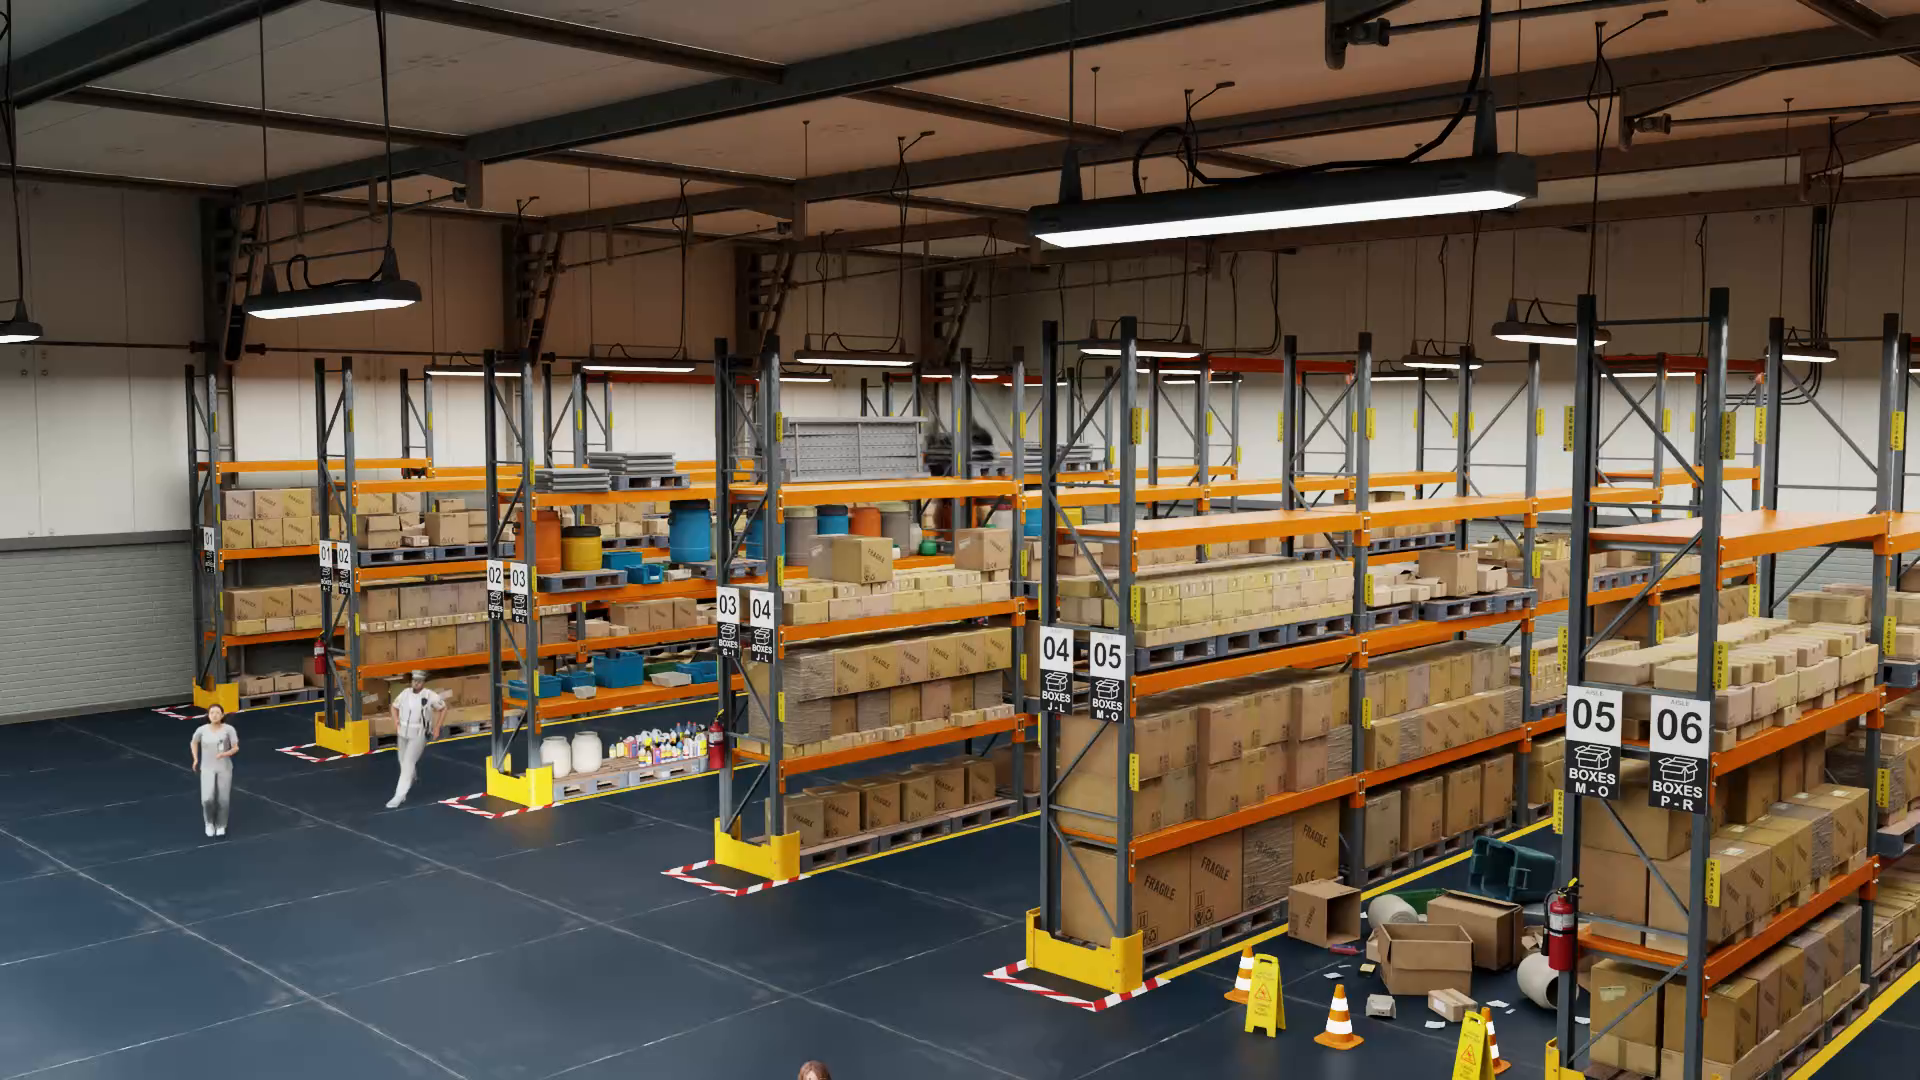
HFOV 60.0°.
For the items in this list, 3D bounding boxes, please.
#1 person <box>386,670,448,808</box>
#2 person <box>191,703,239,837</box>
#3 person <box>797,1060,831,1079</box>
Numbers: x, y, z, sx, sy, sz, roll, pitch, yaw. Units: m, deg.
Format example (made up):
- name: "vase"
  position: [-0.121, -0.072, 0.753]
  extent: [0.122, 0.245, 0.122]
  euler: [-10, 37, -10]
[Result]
- name: "person"
  position: [-7.259, 2.591, 22.097]
  extent: [0.738, 1.768, 0.959]
  euler: [1, 4, 10]
- name: "person"
  position: [-9.006, 2.792, 20.106]
  extent: [0.546, 1.635, 0.619]
  euler: [-2, 5, -21]
- name: "person"
  position: [-0.810, 3.670, 9.256]
  extent: [0.540, 1.561, 0.520]
  euler: [0, 4, -1]
